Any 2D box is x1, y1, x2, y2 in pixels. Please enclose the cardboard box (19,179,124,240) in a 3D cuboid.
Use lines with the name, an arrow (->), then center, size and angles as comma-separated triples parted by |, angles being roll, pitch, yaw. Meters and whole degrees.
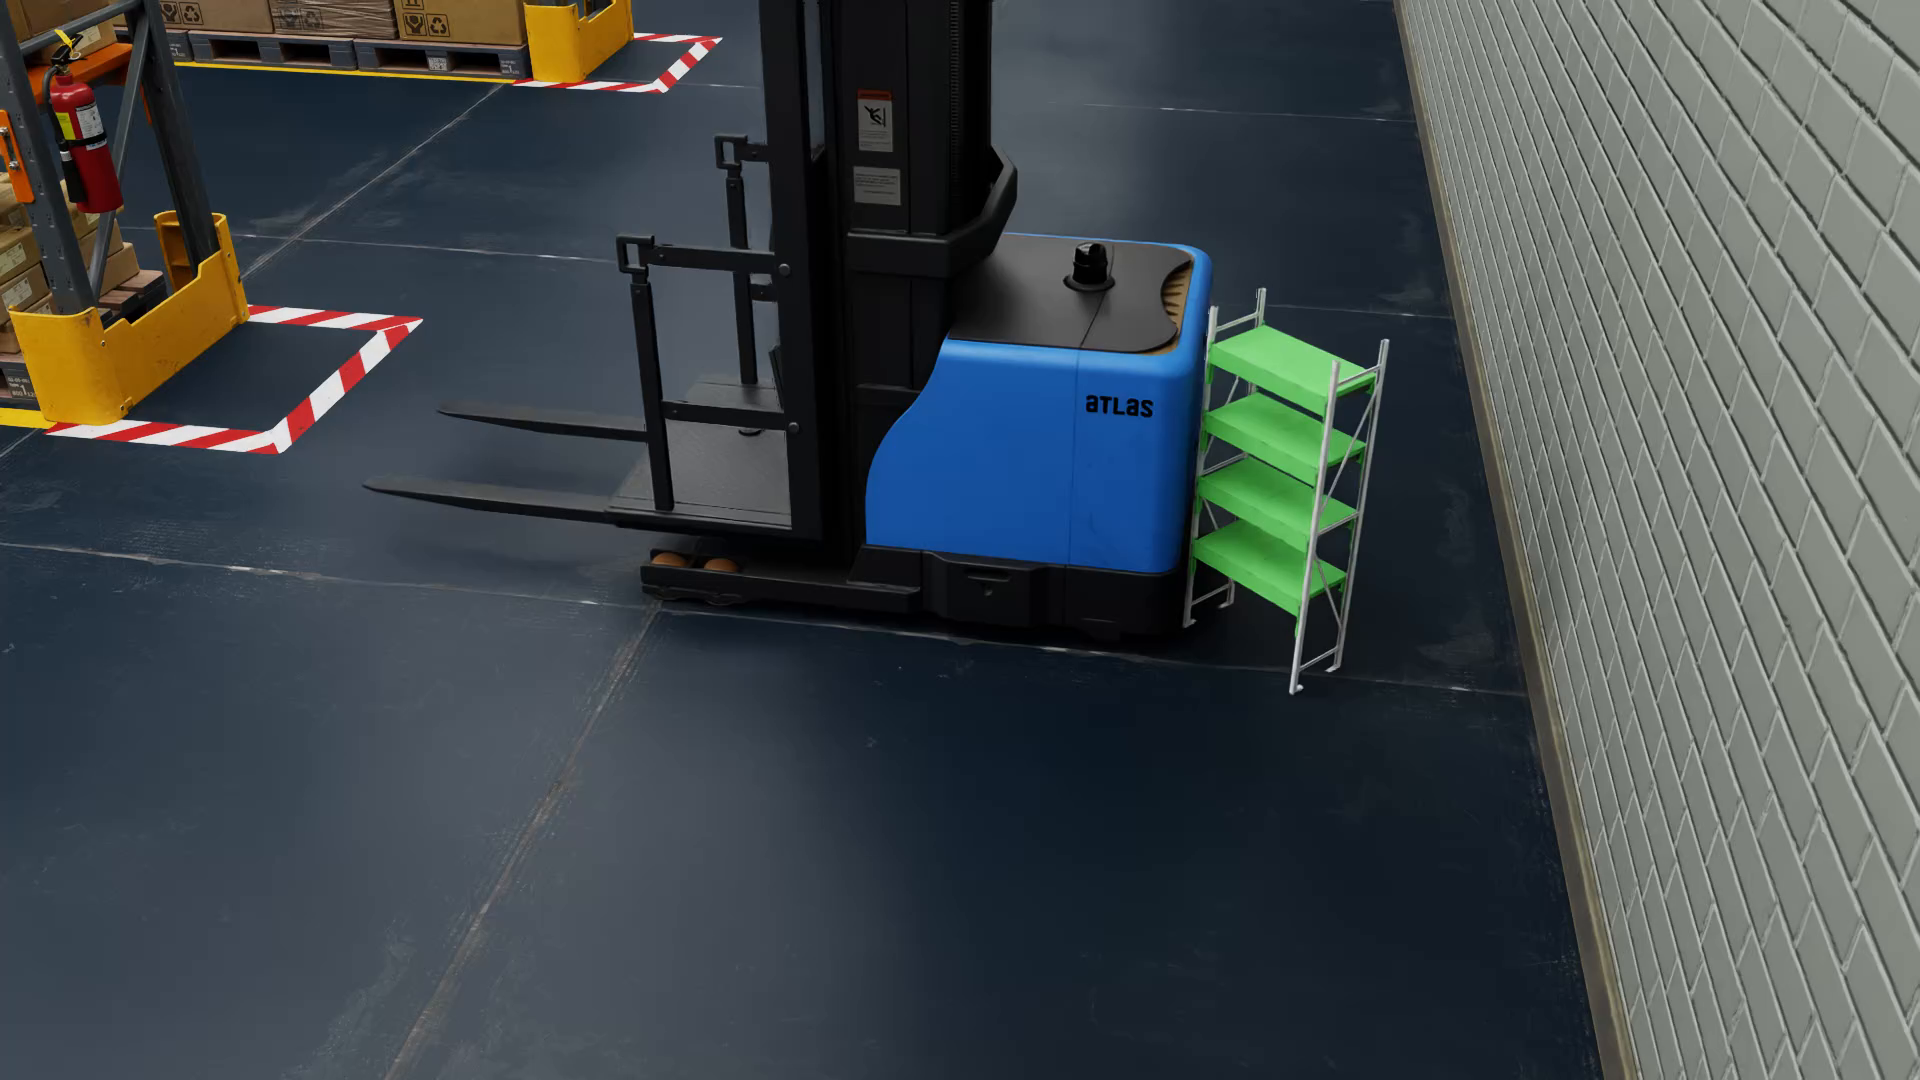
cardboard box -> -4.036, -1.509, 7.563 | 0.250, 0.149, 0.380 | 4, 32, 6

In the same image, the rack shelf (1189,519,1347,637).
rack shelf -> 1.024, 0.111, 5.515 | 0.258, 0.148, 0.480 | -23, 39, -32

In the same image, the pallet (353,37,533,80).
pallet -> -3.444, -3.496, 11.636 | 1.213, 0.211, 1.003 | 5, 32, 8

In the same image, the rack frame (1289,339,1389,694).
rack frame -> 1.177, -0.046, 5.193 | 0.240, 1.200, 0.015 | -23, 39, -32

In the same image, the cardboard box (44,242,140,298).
cardboard box -> -4.039, -1.246, 7.705 | 0.250, 0.149, 0.380 | 6, 33, 9

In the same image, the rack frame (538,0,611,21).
rack frame -> -2.643, -4.647, 10.848 | 0.127, 3.000, 1.000 | 5, 32, 8

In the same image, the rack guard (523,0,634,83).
rack guard -> -2.619, -3.586, 11.507 | 0.348, 0.500, 1.175 | 5, 32, 8

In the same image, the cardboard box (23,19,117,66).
cardboard box -> -3.841, -2.156, 7.104 | 0.250, 0.149, 0.380 | 5, 32, 8

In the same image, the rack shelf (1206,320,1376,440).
rack shelf -> 1.024, -0.500, 5.133 | 0.258, 0.148, 0.480 | -23, 39, -32

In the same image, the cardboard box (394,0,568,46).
cardboard box -> -3.287, -3.940, 11.324 | 0.875, 0.875, 0.875 | 5, 32, 8

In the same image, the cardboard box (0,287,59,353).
cardboard box -> -4.131, -0.970, 7.263 | 0.250, 0.149, 0.380 | 6, 32, 9

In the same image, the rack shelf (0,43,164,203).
rack shelf -> -5.548, -1.936, 7.194 | 4.000, 0.370, 1.077 | 5, 32, 8

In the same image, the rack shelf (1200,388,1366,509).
rack shelf -> 1.024, -0.296, 5.260 | 0.258, 0.148, 0.480 | -23, 39, -32

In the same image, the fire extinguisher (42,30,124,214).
fire extinguisher -> -3.406, -1.608, 6.416 | 0.183, 0.674, 0.296 | 5, 32, 8

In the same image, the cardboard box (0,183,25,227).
cardboard box -> -4.328, -1.470, 7.502 | 0.250, 0.149, 0.380 | 6, 33, 9

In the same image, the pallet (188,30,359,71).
pallet -> -4.643, -3.606, 11.812 | 1.213, 0.211, 1.003 | 5, 32, 8

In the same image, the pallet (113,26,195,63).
pallet -> -5.849, -3.714, 11.984 | 1.213, 0.211, 1.003 | 5, 32, 8

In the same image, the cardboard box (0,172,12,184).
cardboard box -> -4.555, -1.560, 7.645 | 0.250, 0.149, 0.380 | 5, 32, 8

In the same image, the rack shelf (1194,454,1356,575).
rack shelf -> 1.024, -0.093, 5.388 | 0.258, 0.148, 0.480 | -23, 39, -32

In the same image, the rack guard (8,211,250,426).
rack guard -> -3.652, -1.010, 7.392 | 0.348, 0.500, 1.175 | 5, 32, 8

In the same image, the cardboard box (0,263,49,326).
cardboard box -> -4.145, -1.056, 7.120 | 0.250, 0.149, 0.380 | 4, 32, 7

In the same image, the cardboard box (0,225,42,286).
cardboard box -> -4.141, -1.199, 7.069 | 0.250, 0.149, 0.380 | 6, 32, 9

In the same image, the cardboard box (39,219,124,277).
cardboard box -> -4.050, -1.339, 7.573 | 0.250, 0.149, 0.380 | 6, 33, 10

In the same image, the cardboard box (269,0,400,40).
cardboard box -> -4.184, -4.021, 11.454 | 0.875, 0.875, 0.875 | 5, 32, 8

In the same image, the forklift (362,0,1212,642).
forklift -> -0.665, -1.276, 5.527 | 3.031, 2.935, 1.130 | 6, 33, 9

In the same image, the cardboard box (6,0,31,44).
cardboard box -> -4.063, -2.136, 6.461 | 0.500, 0.500, 0.500 | 6, 33, 9

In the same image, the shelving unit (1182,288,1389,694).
shelving unit -> 1.024, -0.147, 5.354 | 0.258, 1.200, 0.503 | -23, 39, -32

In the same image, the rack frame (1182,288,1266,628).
rack frame -> 0.871, -0.248, 5.515 | 0.240, 1.200, 0.015 | -23, 39, -32

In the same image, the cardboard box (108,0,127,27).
cardboard box -> -5.948, -4.181, 11.709 | 0.875, 0.875, 0.875 | 5, 32, 8

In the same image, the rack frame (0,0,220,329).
rack frame -> -3.577, -2.062, 6.718 | 0.127, 3.000, 1.000 | 5, 32, 8

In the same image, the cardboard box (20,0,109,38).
cardboard box -> -3.973, -2.415, 6.907 | 0.500, 0.500, 0.500 | 7, 33, 11

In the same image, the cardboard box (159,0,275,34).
cardboard box -> -5.061, -4.101, 11.581 | 0.875, 0.875, 0.875 | 5, 32, 8

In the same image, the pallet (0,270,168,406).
pallet -> -4.446, -0.978, 7.614 | 1.213, 0.211, 1.003 | 5, 32, 8
